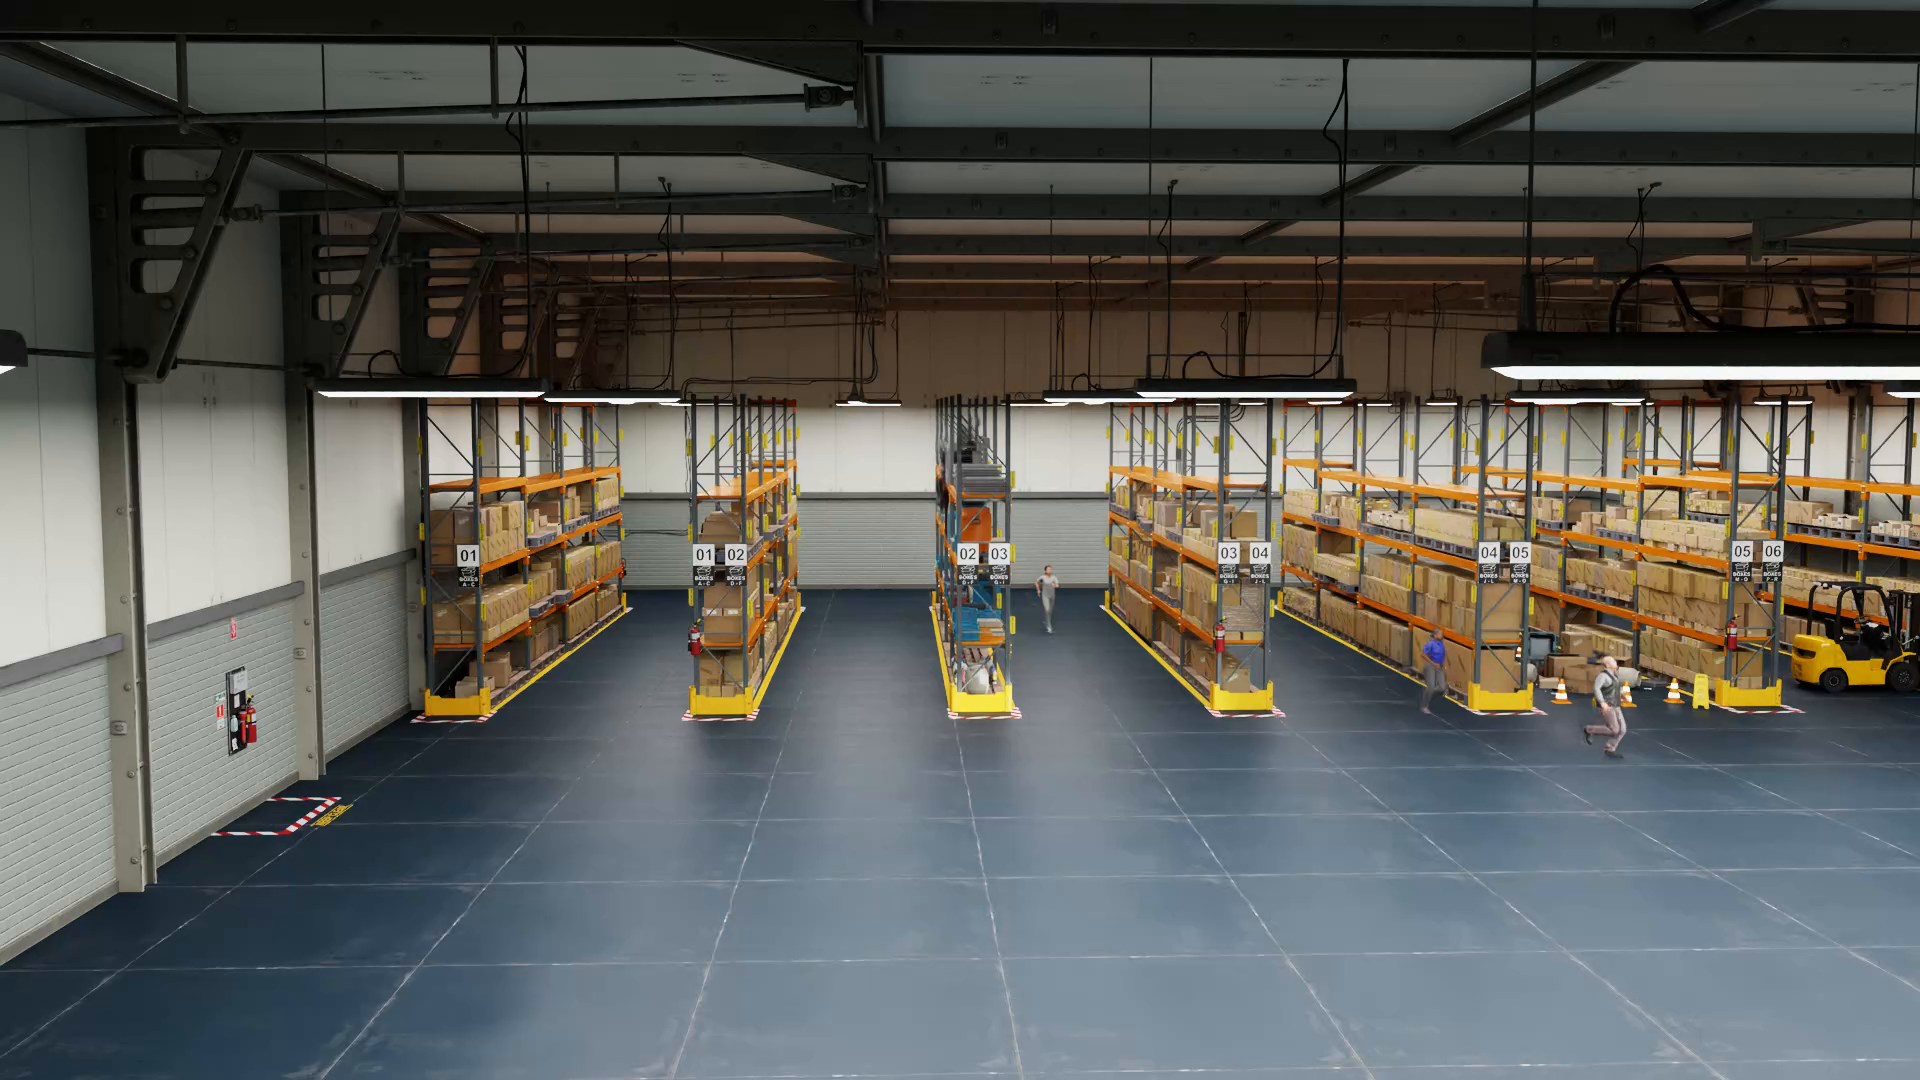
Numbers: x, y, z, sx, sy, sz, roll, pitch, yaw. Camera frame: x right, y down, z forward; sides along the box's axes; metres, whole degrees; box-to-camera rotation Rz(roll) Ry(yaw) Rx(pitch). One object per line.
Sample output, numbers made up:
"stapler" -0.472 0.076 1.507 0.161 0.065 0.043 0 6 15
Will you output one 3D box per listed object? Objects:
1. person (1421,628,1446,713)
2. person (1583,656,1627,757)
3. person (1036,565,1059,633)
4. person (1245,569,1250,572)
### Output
"person" 9.003 2.511 31.442 0.675 1.502 0.481 -3 5 -30
"person" 10.667 2.738 27.445 0.627 1.656 0.662 4 6 42
"person" 2.278 1.493 42.894 0.550 1.693 0.875 -1 5 -16
"person" 7.999 1.295 46.298 0.512 1.628 0.622 0 5 -6
